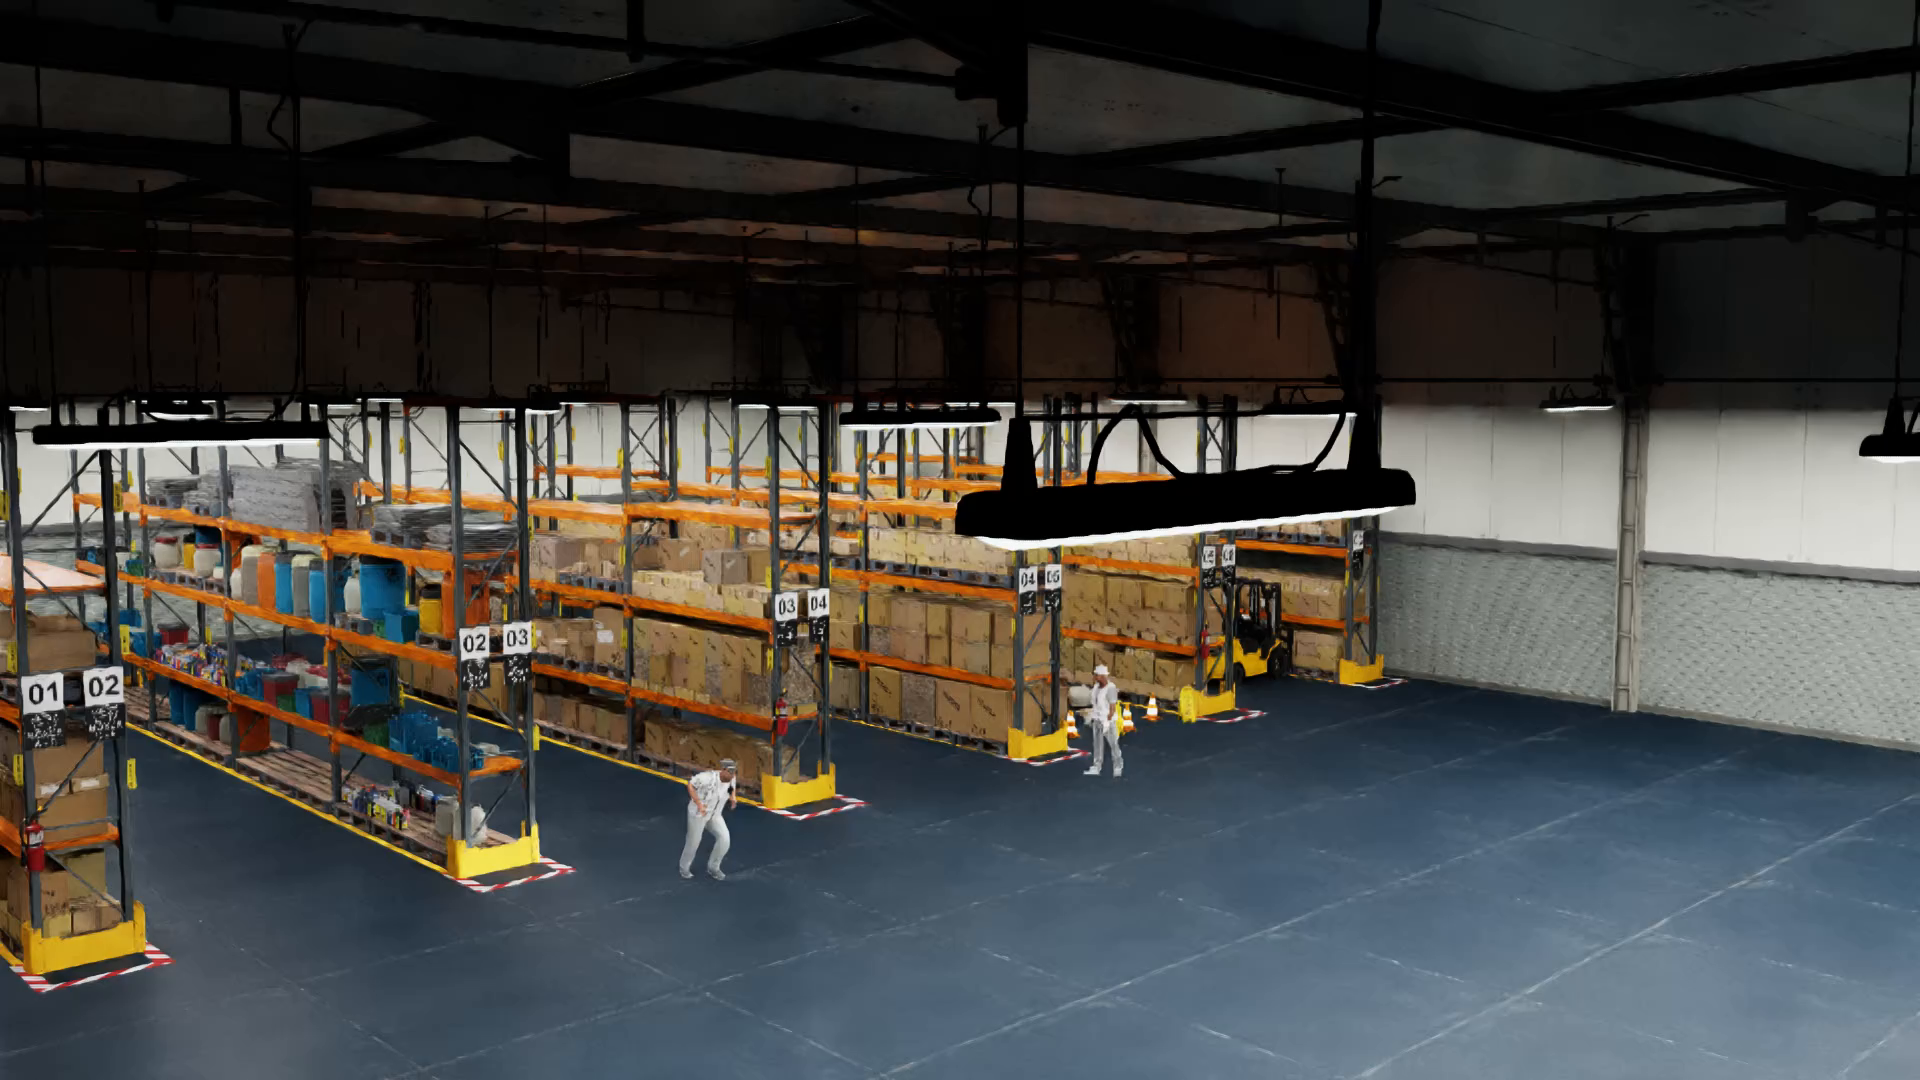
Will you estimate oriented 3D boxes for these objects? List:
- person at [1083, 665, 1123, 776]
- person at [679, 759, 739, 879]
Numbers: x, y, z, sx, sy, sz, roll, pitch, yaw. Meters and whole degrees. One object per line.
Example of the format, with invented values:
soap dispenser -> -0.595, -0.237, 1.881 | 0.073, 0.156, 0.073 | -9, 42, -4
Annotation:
person -> 2.276, 2.872, 26.514 | 0.565, 1.779, 0.634 | -4, 7, -37
person -> -3.157, 3.524, 21.196 | 0.685, 1.569, 0.840 | -5, 8, -43
